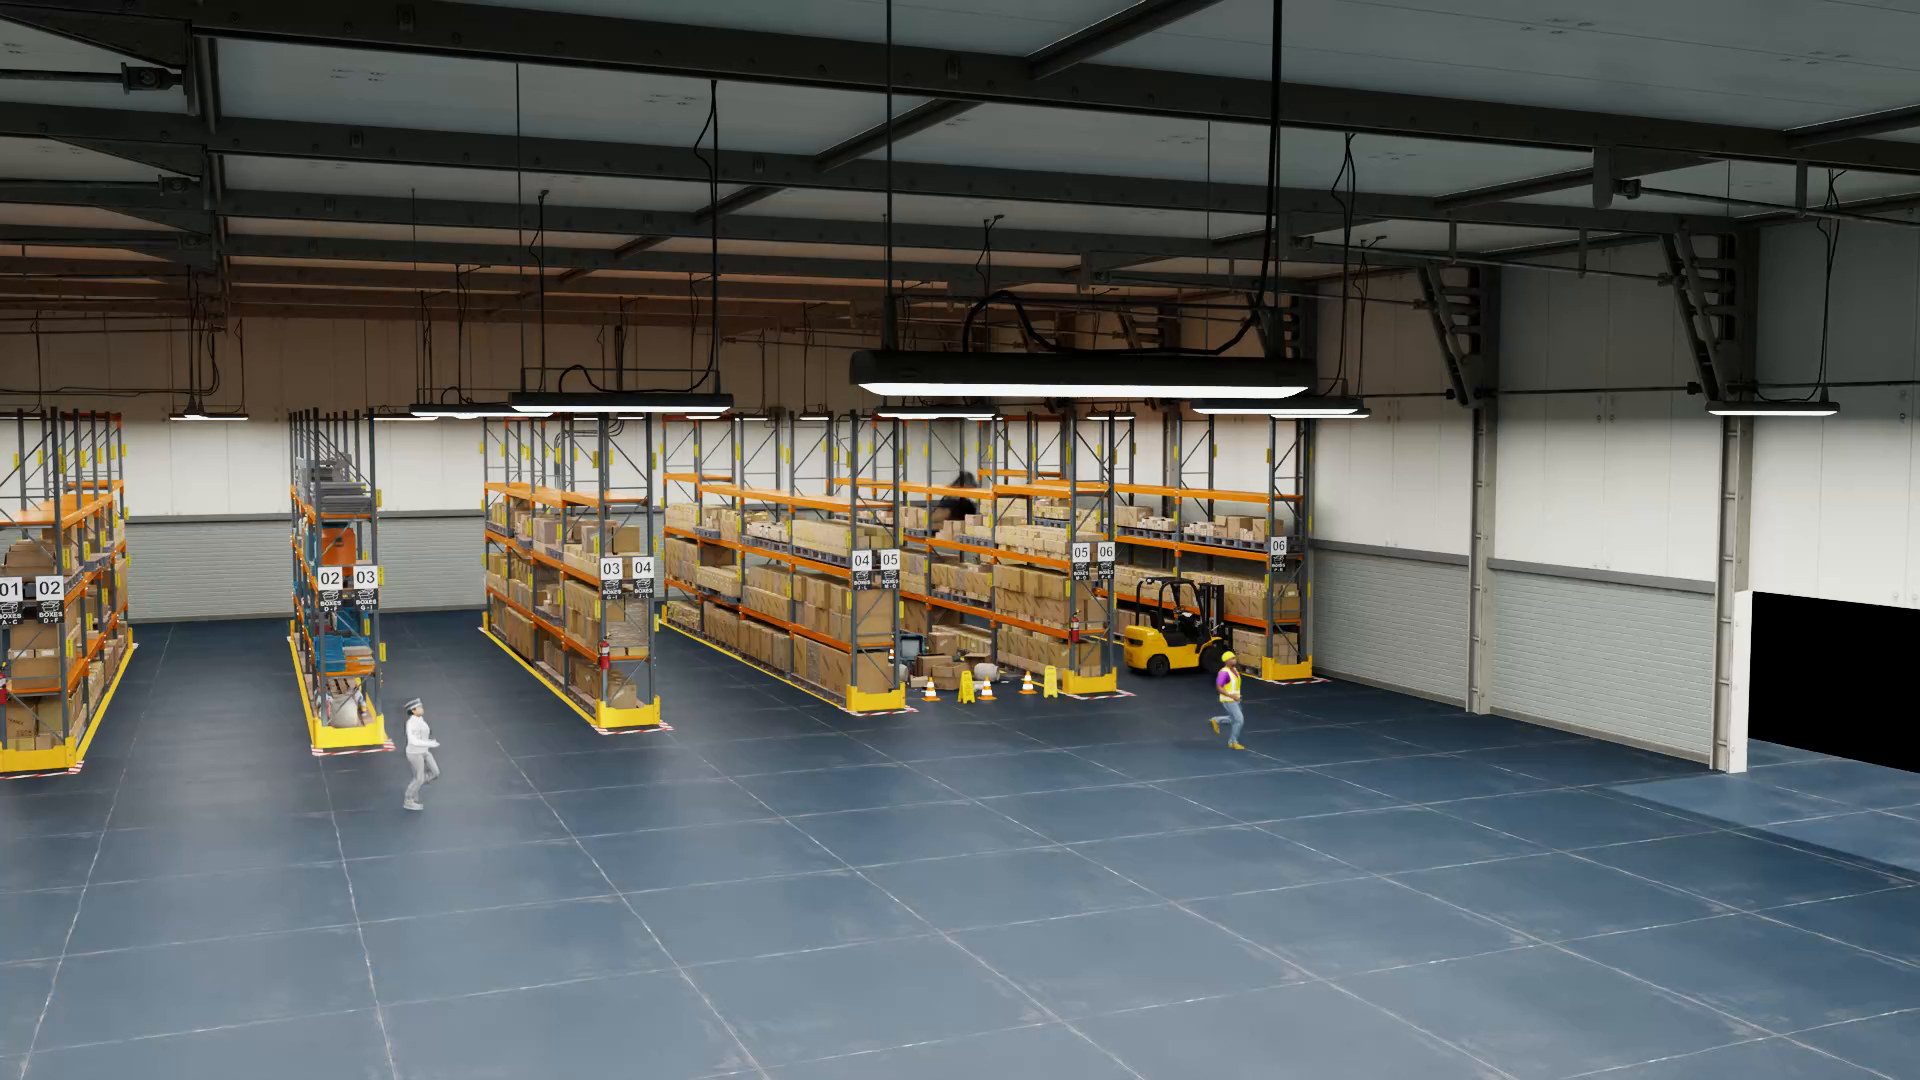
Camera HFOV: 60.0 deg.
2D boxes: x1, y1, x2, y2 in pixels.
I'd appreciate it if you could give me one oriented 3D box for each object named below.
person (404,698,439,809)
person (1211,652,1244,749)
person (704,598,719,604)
[{"bbox_3d":[-7.991,3.162,24.674,0.558,1.659,0.599,0,4,1],"label":"person"},{"bbox_3d":[4.752,2.819,29.384,0.605,1.706,0.720,2,4,26],"label":"person"},{"bbox_3d":[-7.353,1.385,49.244,0.767,1.618,0.701,2,5,30],"label":"person"}]
